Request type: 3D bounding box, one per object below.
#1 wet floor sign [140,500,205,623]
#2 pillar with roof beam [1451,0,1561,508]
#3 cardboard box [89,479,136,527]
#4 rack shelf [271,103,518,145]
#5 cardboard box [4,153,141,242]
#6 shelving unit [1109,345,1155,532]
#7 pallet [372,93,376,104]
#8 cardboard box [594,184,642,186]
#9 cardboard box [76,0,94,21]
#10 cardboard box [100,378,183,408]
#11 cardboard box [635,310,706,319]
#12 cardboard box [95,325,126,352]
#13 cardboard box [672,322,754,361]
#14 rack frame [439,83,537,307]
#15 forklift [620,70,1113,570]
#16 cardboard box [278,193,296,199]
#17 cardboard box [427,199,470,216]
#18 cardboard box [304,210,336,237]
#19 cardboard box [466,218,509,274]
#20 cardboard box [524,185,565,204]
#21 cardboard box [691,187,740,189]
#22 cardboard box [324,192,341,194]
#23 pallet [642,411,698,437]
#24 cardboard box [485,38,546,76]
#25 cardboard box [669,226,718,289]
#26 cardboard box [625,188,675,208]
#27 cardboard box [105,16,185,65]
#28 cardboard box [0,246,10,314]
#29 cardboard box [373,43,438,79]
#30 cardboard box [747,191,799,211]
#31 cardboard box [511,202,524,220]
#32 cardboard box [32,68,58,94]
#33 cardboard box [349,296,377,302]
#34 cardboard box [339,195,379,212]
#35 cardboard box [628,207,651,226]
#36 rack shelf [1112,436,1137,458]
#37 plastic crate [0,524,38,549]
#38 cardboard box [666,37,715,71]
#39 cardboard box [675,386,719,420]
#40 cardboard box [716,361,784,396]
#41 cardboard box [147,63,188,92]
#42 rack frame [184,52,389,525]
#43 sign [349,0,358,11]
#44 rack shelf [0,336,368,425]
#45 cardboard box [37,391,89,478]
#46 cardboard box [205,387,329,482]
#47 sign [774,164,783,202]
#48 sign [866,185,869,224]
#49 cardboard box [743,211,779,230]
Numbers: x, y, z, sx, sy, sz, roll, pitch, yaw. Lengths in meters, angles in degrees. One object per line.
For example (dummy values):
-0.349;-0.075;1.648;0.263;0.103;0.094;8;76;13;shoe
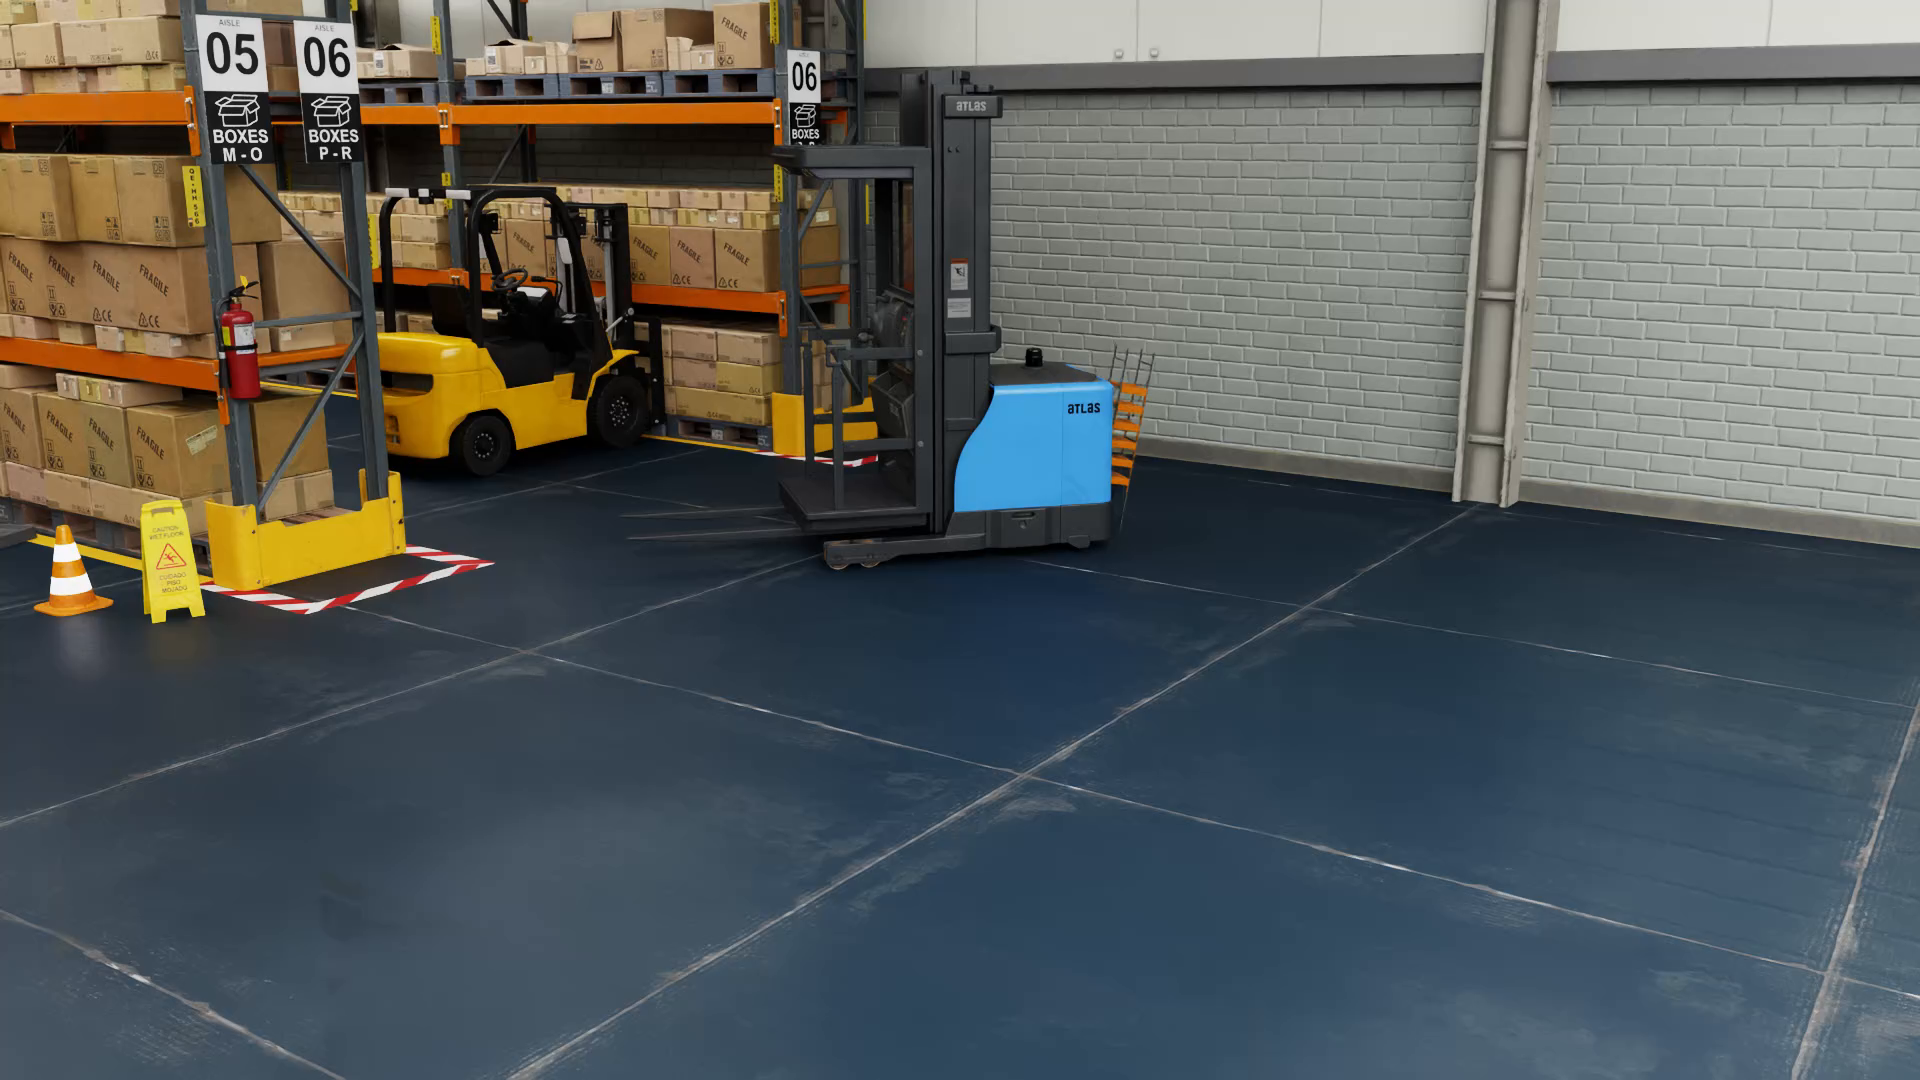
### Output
-4.327;0.099;9.082;0.267;0.644;0.232;-10;17;-35;wet floor sign
1.381;-3.795;7.428;0.400;9.000;9.100;9;17;33;pillar with roof beam
-5.134;-0.278;10.552;0.500;0.250;0.500;9;17;33;cardboard box
-6.099;-4.185;16.740;4.000;0.370;1.077;9;17;33;rack shelf
-5.329;-2.104;10.170;0.500;0.500;0.700;9;16;32;cardboard box
1.045;-0.672;11.010;0.189;1.200;0.258;7;12;-17;shelving unit
-6.216;-4.488;16.861;1.213;0.211;1.003;10;17;35;pallet
-3.147;-3.200;15.332;0.250;0.149;0.380;9;16;32;cardboard box
-4.929;-3.108;9.756;0.250;0.149;0.380;9;17;33;cardboard box
-5.040;-0.922;10.244;0.250;0.149;0.380;10;17;34;cardboard box
-2.660;-1.935;15.167;0.500;0.250;0.500;9;16;32;cardboard box
-5.020;-1.248;10.143;0.250;0.149;0.380;10;17;34;cardboard box
-2.103;-1.695;14.194;0.500;0.250;0.500;10;17;34;cardboard box
-4.439;-2.810;15.931;0.127;3.000;1.000;9;17;33;rack frame
-0.604;-1.384;10.314;3.031;2.935;1.130;-4;14;-15;forklift
-6.985;-3.511;17.204;0.250;0.149;0.380;9;17;33;cardboard box
-4.847;-3.175;15.847;0.250;0.149;0.380;10;17;35;cardboard box
-6.250;-3.203;16.792;0.500;0.250;0.500;9;17;34;cardboard box
-4.217;-2.747;15.468;0.500;0.500;0.500;9;16;31;cardboard box
-3.700;-3.111;14.971;0.250;0.149;0.380;10;17;34;cardboard box
-2.135;-3.010;14.561;0.250;0.149;0.380;10;17;35;cardboard box
-6.499;-3.577;17.472;0.250;0.149;0.380;9;17;32;cardboard box
-2.786;-1.178;15.141;1.213;0.211;1.003;9;17;33;pallet
-3.885;-4.315;14.872;0.500;0.311;0.500;10;17;34;cardboard box
-2.100;-2.407;14.095;0.500;0.500;0.500;10;17;35;cardboard box
-2.650;-2.938;14.273;0.250;0.149;0.380;10;17;34;cardboard box
-4.462;-2.826;9.446;0.500;0.250;0.500;9;16;32;cardboard box
-6.158;-1.765;10.884;0.500;0.500;0.500;9;17;32;cardboard box
-5.176;-4.523;15.714;0.500;0.311;0.500;9;16;31;cardboard box
-1.535;-2.787;13.662;0.250;0.149;0.380;9;17;33;cardboard box
-3.874;-3.014;15.199;0.250;0.149;0.380;9;17;33;cardboard box
-5.386;-2.787;10.118;0.250;0.149;0.380;9;16;31;cardboard box
-6.702;-2.225;17.636;0.625;0.625;0.875;10;17;35;cardboard box
-5.923;-3.340;16.516;0.250;0.149;0.380;9;17;33;cardboard box
-2.642;-2.794;14.311;0.250;0.149;0.380;9;17;33;cardboard box
1.037;-0.629;11.019;0.180;0.103;0.258;7;12;-17;rack shelf
-6.361;-0.028;10.771;0.583;0.080;0.402;3;14;14;plastic crate
-2.188;-4.001;13.699;0.258;0.266;0.396;9;17;33;cardboard box
-2.094;-1.211;14.321;0.500;0.250;0.500;9;17;33;cardboard box
-1.699;-1.388;13.996;0.500;0.250;0.500;9;16;32;cardboard box
-4.340;-2.609;9.402;0.250;0.149;0.380;9;17;33;cardboard box
-3.887;-1.283;9.764;0.127;3.000;1.000;9;17;33;rack frame
-3.585;-3.272;9.735;0.005;0.325;0.100;9;17;33;sign
-5.547;-1.202;10.934;4.000;0.370;1.077;9;17;33;rack shelf
-5.547;-0.710;10.737;0.500;0.500;0.500;9;16;32;cardboard box
-4.422;-0.683;10.626;0.500;0.500;0.500;9;16;31;cardboard box
-1.435;-2.844;13.167;0.005;0.325;0.100;9;17;33;sign
-0.805;-2.842;14.094;0.005;0.325;0.100;9;17;33;sign
-1.564;-2.627;13.636;0.250;0.149;0.380;9;17;34;cardboard box
